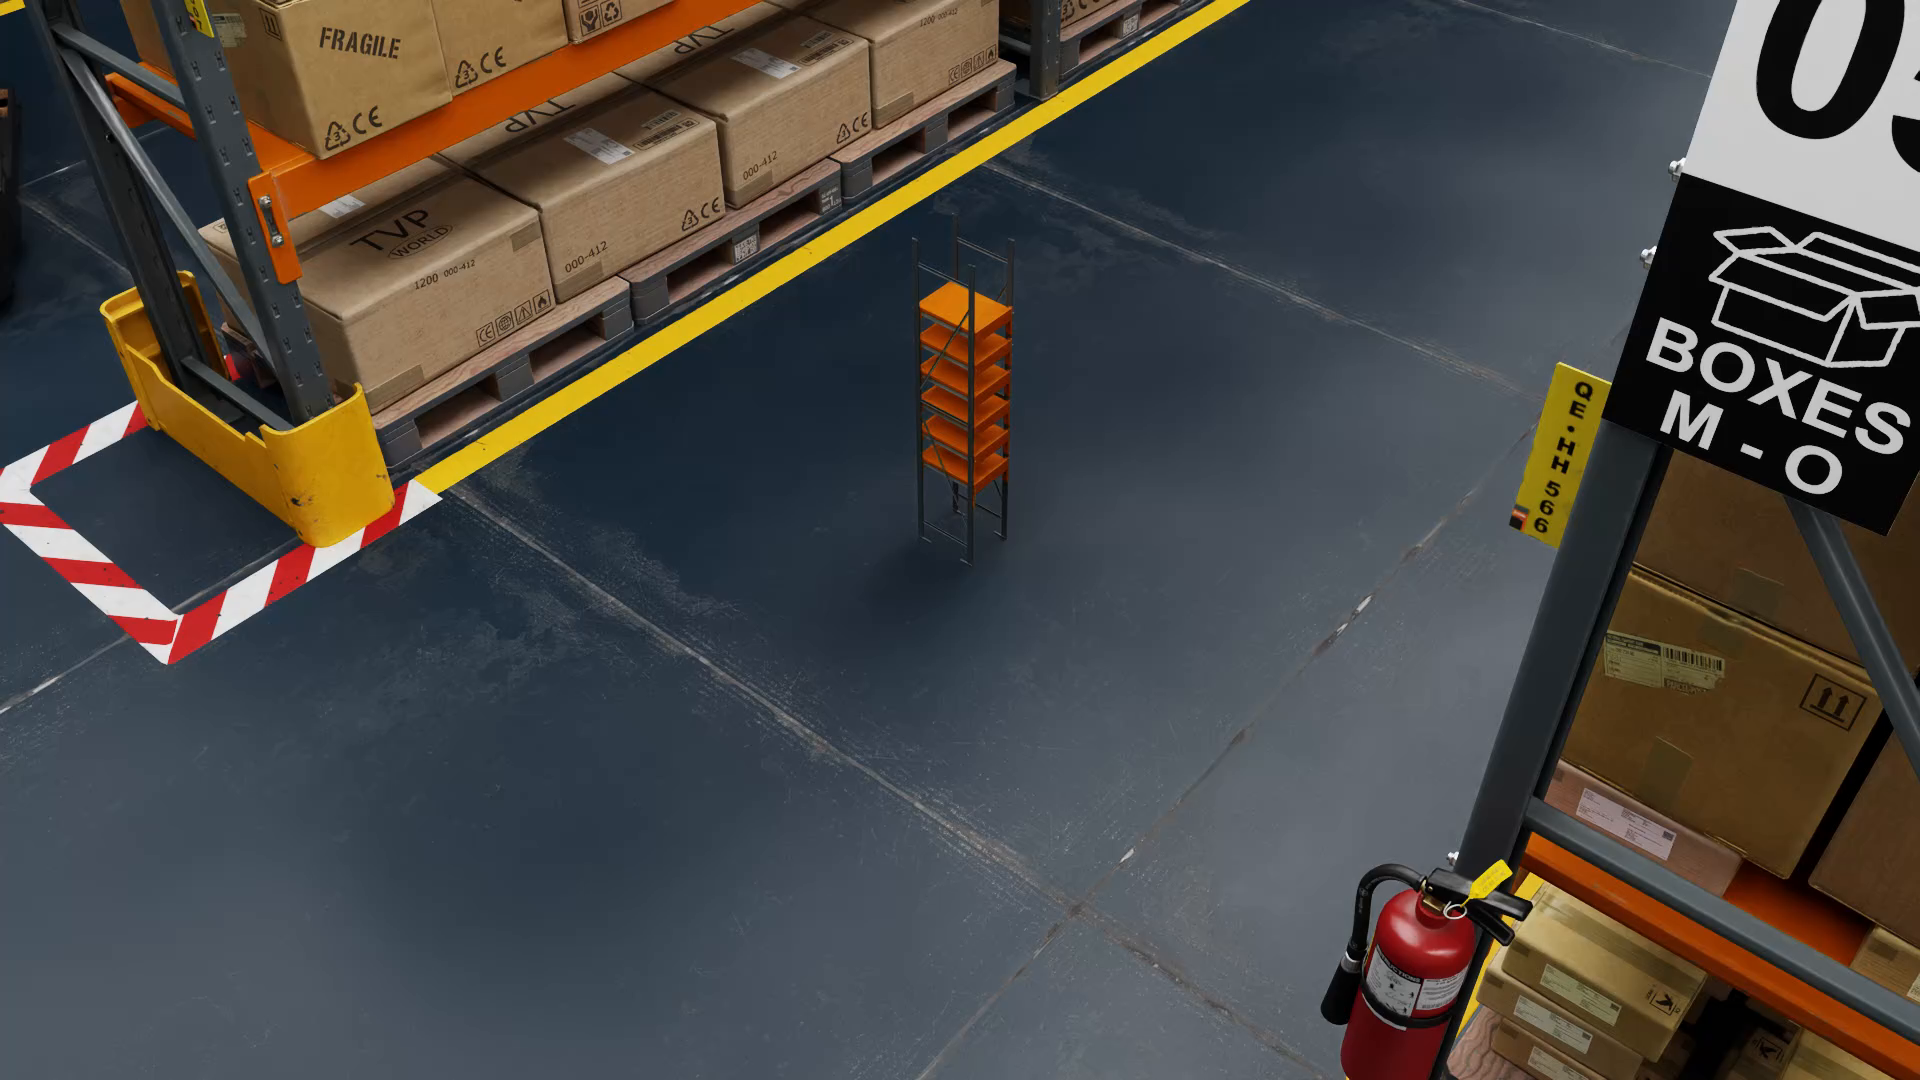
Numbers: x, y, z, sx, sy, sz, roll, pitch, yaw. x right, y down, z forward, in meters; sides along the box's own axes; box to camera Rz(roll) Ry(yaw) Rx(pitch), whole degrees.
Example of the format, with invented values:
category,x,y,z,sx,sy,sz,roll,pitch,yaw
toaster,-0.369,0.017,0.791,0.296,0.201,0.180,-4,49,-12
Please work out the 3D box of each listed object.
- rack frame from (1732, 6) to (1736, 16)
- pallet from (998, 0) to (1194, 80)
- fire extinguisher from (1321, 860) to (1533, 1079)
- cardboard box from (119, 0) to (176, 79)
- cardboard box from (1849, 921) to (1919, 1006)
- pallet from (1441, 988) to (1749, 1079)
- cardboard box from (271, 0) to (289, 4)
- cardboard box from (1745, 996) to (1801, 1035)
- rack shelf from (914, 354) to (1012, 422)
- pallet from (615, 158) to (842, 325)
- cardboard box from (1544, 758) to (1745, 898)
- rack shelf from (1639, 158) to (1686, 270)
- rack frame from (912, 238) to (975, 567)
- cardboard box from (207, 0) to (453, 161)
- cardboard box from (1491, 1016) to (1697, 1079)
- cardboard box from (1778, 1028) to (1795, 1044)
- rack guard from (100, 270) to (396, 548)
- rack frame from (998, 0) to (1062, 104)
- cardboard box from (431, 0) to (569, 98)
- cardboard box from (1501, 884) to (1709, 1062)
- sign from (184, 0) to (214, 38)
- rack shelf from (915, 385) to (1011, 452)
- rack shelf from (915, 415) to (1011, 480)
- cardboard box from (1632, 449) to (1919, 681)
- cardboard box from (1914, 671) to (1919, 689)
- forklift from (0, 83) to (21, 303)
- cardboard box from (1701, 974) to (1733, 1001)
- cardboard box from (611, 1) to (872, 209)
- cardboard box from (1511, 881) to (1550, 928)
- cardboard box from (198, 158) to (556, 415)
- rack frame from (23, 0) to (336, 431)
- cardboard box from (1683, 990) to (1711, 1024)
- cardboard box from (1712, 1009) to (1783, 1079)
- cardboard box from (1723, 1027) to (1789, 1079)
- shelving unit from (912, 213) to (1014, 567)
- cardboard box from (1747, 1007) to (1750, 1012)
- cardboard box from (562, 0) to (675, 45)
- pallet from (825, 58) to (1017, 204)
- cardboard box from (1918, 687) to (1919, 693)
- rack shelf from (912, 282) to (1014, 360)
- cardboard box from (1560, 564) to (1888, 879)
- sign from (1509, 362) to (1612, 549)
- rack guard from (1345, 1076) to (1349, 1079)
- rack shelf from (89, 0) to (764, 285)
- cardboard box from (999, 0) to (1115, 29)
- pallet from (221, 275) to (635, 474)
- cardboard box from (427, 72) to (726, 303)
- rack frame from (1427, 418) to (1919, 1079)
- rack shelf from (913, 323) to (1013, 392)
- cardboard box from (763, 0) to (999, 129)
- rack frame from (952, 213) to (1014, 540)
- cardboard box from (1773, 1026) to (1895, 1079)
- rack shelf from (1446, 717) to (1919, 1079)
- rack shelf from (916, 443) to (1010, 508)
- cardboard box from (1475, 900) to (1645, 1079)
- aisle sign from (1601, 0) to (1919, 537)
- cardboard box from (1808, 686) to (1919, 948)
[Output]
category,x,y,z,sx,sy,sz,roll,pitch,yaw
rack frame,1.339,-1.546,0.762,1.000,3.000,0.127,29,50,28
pallet,0.499,-2.876,8.756,1.003,0.211,1.213,29,50,28
fire extinguisher,0.824,0.770,3.008,0.296,0.674,0.183,29,50,28
cardboard box,-2.407,-1.818,5.445,0.500,0.500,0.500,30,50,29
cardboard box,1.799,0.741,2.892,0.380,0.149,0.250,29,50,28
pallet,1.938,1.263,4.204,1.003,0.211,1.213,29,50,28
cardboard box,-1.987,-1.949,4.846,0.500,0.500,0.500,28,49,28
cardboard box,2.022,1.036,3.746,0.380,0.149,0.250,30,50,29
rack shelf,0.009,-0.507,5.304,0.258,0.103,0.180,29,50,28
pallet,-1.274,-1.457,7.196,1.003,0.211,1.213,29,50,28
cardboard box,1.333,0.476,3.184,0.380,0.149,0.250,30,50,28
rack shelf,2.627,-1.200,3.145,1.077,0.370,4.000,29,50,28
rack frame,-0.050,-0.404,5.303,0.240,1.200,0.006,29,50,28
cardboard box,-1.986,-1.578,5.181,0.500,0.500,0.500,29,50,28
cardboard box,1.519,1.211,3.995,0.380,0.149,0.250,30,50,29
cardboard box,2.092,1.187,3.800,0.380,0.149,0.250,29,50,28
rack guard,-2.530,-0.481,5.907,1.175,0.500,0.348,29,50,28
rack frame,0.060,-3.477,7.345,1.000,3.000,0.127,29,50,28
cardboard box,-1.681,-1.850,5.481,0.500,0.500,0.500,29,50,28
cardboard box,1.486,0.970,3.818,0.380,0.149,0.250,30,50,29
sign,-2.093,-1.524,4.494,0.100,0.325,0.005,29,50,28
rack shelf,0.009,-0.419,5.384,0.258,0.103,0.180,29,50,28
rack shelf,0.009,-0.330,5.465,0.258,0.103,0.180,29,50,28
cardboard box,1.443,-0.187,2.687,0.500,0.500,0.500,28,49,28
cardboard box,2.165,0.128,3.084,0.500,0.500,0.500,30,50,29
forklift,-4.884,-2.781,6.630,1.130,2.935,3.031,-16,45,-17
cardboard box,1.692,0.866,3.933,0.380,0.149,0.250,30,50,29
cardboard box,-1.002,-1.947,7.254,0.875,0.438,0.875,28,49,27
cardboard box,1.606,1.035,4.189,0.380,0.149,0.250,31,51,30
cardboard box,-2.166,-1.008,6.222,0.875,0.438,0.875,28,49,27
rack frame,-2.514,-1.418,5.080,1.000,3.000,0.127,29,50,28
cardboard box,1.670,0.956,4.055,0.380,0.149,0.250,28,49,28
cardboard box,2.027,1.271,3.929,0.380,0.149,0.250,29,50,28
cardboard box,1.873,1.304,3.672,0.380,0.149,0.250,32,51,30
shelving unit,0.009,-0.451,5.355,0.258,1.200,0.189,29,50,28
cardboard box,2.182,1.140,4.073,0.380,0.149,0.250,30,50,29
cardboard box,-1.340,-2.104,5.760,0.500,0.500,0.500,29,50,28
pallet,-0.489,-2.088,7.890,1.003,0.211,1.213,29,50,28
cardboard box,1.831,0.040,2.438,0.500,0.500,0.500,29,50,28
rack shelf,0.009,-0.685,5.142,0.258,0.103,0.180,29,50,28
cardboard box,1.432,0.183,3.023,0.500,0.500,0.500,31,50,29
sign,0.927,-0.123,2.560,0.100,0.325,0.005,29,50,28
rack guard,1.388,1.559,3.664,1.175,0.500,0.348,29,50,28
rack shelf,-1.227,-2.182,6.454,1.077,0.370,4.000,29,50,28
cardboard box,0.398,-3.201,8.308,0.875,0.875,0.875,31,51,30
pallet,-2.060,-0.832,6.508,1.003,0.211,1.213,29,50,28
cardboard box,-1.584,-1.483,6.744,0.875,0.438,0.875,31,51,29
rack frame,1.339,0.673,2.780,1.000,3.000,0.127,29,50,28
rack shelf,0.009,-0.596,5.223,0.258,0.103,0.180,29,50,28
cardboard box,-0.426,-2.408,7.761,0.875,0.438,0.875,29,50,28
rack frame,0.068,-0.498,5.406,0.240,1.200,0.006,29,50,28
cardboard box,1.937,1.230,3.532,0.380,0.149,0.250,27,49,27
rack shelf,2.627,-0.090,4.154,1.077,0.370,4.000,29,50,28
rack shelf,0.009,-0.241,5.546,0.258,0.103,0.180,29,50,28
cardboard box,1.461,1.067,3.932,0.380,0.149,0.250,28,49,27
aisle sign,1.063,-0.381,2.007,0.394,0.787,0.004,29,50,28
cardboard box,1.840,0.415,2.769,0.500,0.500,0.500,32,51,30
